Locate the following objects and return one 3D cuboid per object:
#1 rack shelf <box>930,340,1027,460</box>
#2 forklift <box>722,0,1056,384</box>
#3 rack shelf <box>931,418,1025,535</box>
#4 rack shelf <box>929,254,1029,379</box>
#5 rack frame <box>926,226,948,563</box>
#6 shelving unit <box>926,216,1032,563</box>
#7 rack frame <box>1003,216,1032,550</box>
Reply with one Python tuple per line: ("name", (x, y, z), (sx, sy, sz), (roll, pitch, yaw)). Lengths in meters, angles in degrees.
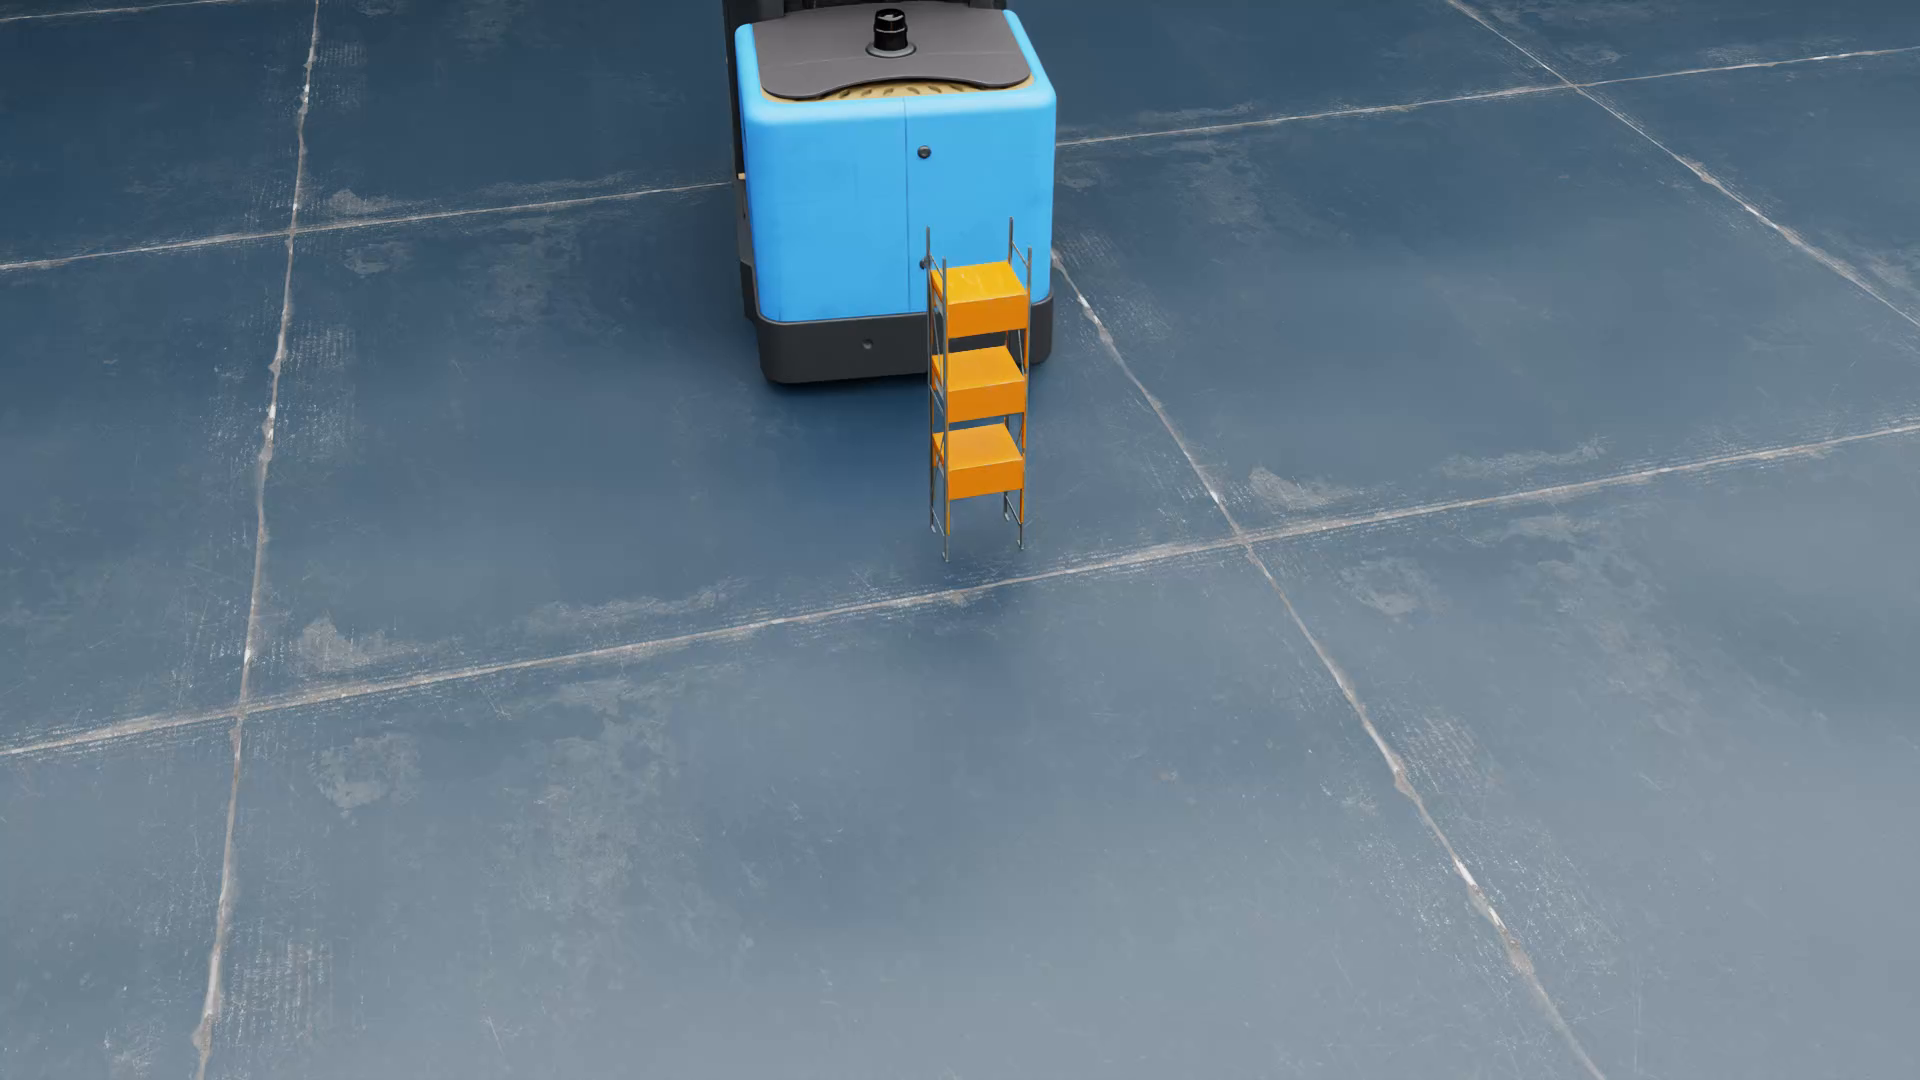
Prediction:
("rack shelf", (0.052, -0.417, 4.949), (0.240, 0.259, 0.215), (-9, 38, -12))
("forklift", (-0.400, -2.605, 6.243), (1.130, 2.935, 3.031), (-5, 38, -7))
("rack shelf", (0.052, -0.196, 5.117), (0.240, 0.259, 0.215), (-9, 38, -12))
("rack shelf", (0.052, -0.642, 4.776), (0.240, 0.259, 0.215), (-9, 38, -12))
("rack frame", (-0.066, -0.406, 4.917), (0.008, 1.050, 0.200), (-9, 38, -12))
("shelving unit", (0.052, -0.425, 4.942), (0.252, 1.050, 0.215), (-9, 38, -12))
("rack frame", (0.169, -0.445, 4.967), (0.008, 1.050, 0.200), (-9, 38, -12))
